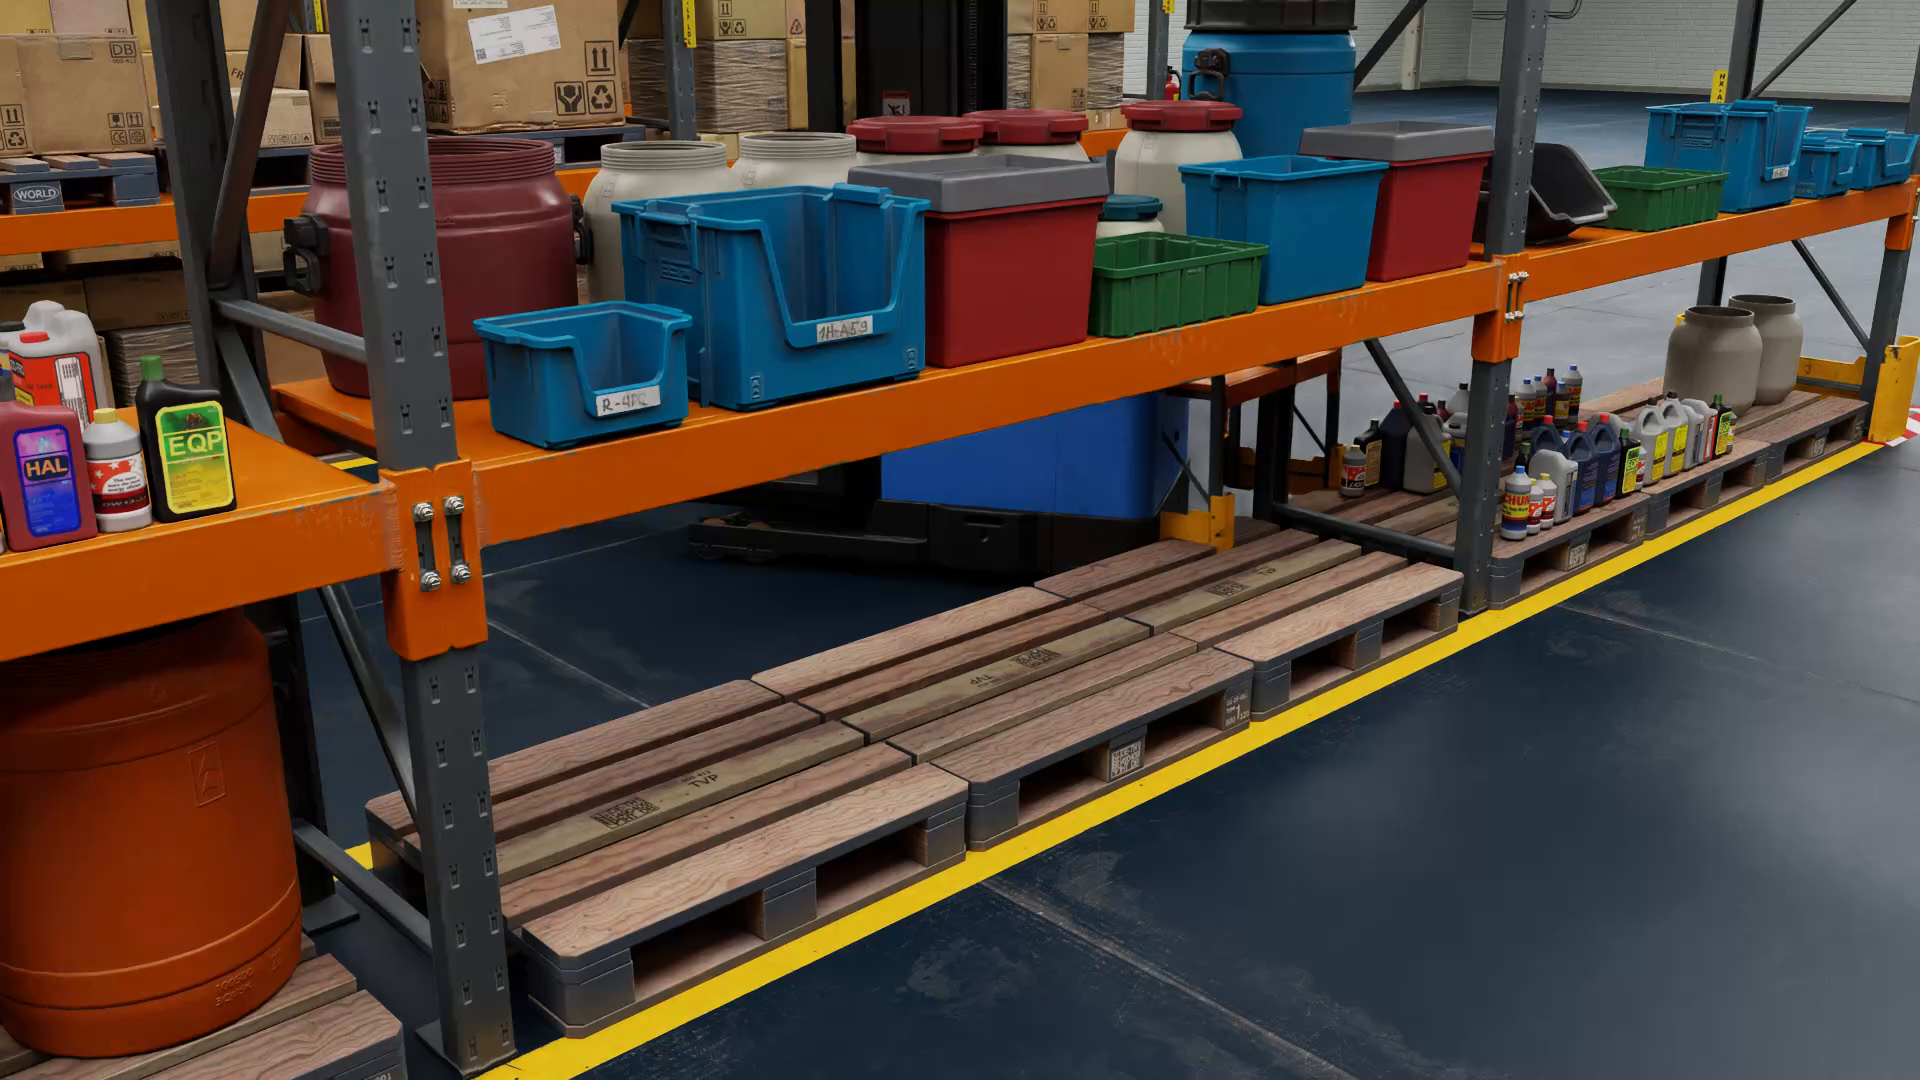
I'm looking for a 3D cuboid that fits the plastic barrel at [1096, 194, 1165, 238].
[{"bbox_3d":[0.503,-0.953,5.285,0.301,0.262,0.301,0,18,0],"label":"plastic barrel"}]

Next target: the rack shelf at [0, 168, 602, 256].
[{"bbox_3d":[-3.286,-1.609,8.250,4.000,0.370,1.077,-16,24,-41],"label":"rack shelf"}]

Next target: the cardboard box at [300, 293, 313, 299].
[{"bbox_3d":[-3.060,-1.054,8.713,0.700,0.500,0.500,15,23,39],"label":"cardboard box"}]

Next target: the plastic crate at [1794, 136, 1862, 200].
[{"bbox_3d":[3.842,-1.732,7.706,0.408,0.251,0.499,-16,24,-41],"label":"plastic crate"}]

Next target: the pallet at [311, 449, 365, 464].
[{"bbox_3d":[-3.285,-0.623,8.565,1.213,0.211,1.003,-16,24,-41],"label":"pallet"}]

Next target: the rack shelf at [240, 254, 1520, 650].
[{"bbox_3d":[0.117,-0.499,4.827,4.000,0.370,1.077,-16,24,-41],"label":"rack shelf"}]

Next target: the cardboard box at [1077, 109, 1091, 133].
[{"bbox_3d":[0.680,-2.879,11.409,0.250,0.149,0.380,-16,24,-41],"label":"cardboard box"}]

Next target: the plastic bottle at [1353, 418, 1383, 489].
[{"bbox_3d":[1.693,-0.358,6.917,0.133,0.283,0.061,-15,23,-38],"label":"plastic bottle"}]

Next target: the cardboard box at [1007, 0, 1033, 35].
[{"bbox_3d":[0.119,-3.503,10.659,0.500,0.500,0.500,-16,24,-41],"label":"cardboard box"}]

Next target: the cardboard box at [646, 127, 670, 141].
[{"bbox_3d":[-1.879,-2.367,9.829,0.250,0.149,0.380,-16,24,-41],"label":"cardboard box"}]

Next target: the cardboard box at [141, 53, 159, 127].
[{"bbox_3d":[-5.730,-3.278,12.069,0.500,0.500,0.500,-17,24,-41],"label":"cardboard box"}]

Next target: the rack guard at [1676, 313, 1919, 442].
[{"bbox_3d":[4.453,-0.897,8.941,0.348,0.500,1.175,-16,24,-41],"label":"rack guard"}]

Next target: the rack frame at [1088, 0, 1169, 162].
[{"bbox_3d":[1.073,-3.223,12.061,0.127,3.000,1.000,-16,24,-41],"label":"rack frame"}]

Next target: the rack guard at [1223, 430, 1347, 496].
[{"bbox_3d":[1.374,-0.316,7.160,0.587,0.250,0.087,10,19,35],"label":"rack guard"}]

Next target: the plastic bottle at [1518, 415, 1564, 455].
[{"bbox_3d":[2.342,-0.325,6.704,0.185,0.351,0.144,-16,24,-41],"label":"plastic bottle"}]

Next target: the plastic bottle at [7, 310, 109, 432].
[{"bbox_3d":[-1.769,-0.305,3.263,0.135,0.276,0.152,-16,24,-41],"label":"plastic bottle"}]

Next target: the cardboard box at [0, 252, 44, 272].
[{"bbox_3d":[-6.937,-2.085,11.518,0.750,0.750,1.050,-16,24,-40],"label":"cardboard box"}]

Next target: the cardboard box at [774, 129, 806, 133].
[{"bbox_3d":[-1.117,-2.343,9.755,0.250,0.149,0.380,-16,24,-41],"label":"cardboard box"}]

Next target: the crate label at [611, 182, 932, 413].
[{"bbox_3d":[-0.429,-0.584,3.866,0.616,0.435,0.502,-16,24,-41],"label":"crate label"}]

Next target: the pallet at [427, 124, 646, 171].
[{"bbox_3d":[-2.488,-2.154,9.077,1.213,0.211,1.003,-16,24,-41],"label":"pallet"}]

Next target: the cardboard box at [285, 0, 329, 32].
[{"bbox_3d":[-4.876,-4.163,12.968,0.550,0.550,0.875,-16,24,-41],"label":"cardboard box"}]

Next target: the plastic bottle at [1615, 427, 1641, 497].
[{"bbox_3d":[2.727,-0.326,6.817,0.133,0.283,0.061,-15,23,-38],"label":"plastic bottle"}]

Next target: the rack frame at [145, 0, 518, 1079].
[{"bbox_3d":[-1.337,-0.417,3.409,0.127,3.000,1.000,-16,24,-41],"label":"rack frame"}]

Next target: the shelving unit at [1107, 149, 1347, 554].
[{"bbox_3d":[1.064,-0.804,6.609,0.587,1.500,1.083,10,19,35],"label":"shelving unit"}]

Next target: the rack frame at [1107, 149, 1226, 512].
[{"bbox_3d":[0.766,-0.691,6.225,0.500,1.500,0.032,10,19,35],"label":"rack frame"}]

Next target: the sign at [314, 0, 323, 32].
[{"bbox_3d":[-4.788,-3.902,12.406,0.005,0.325,0.100,-16,24,-41],"label":"sign"}]

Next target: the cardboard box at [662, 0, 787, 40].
[{"bbox_3d":[-1.331,-3.078,9.349,0.500,0.500,0.500,-16,24,-41],"label":"cardboard box"}]

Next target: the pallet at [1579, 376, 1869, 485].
[{"bbox_3d":[3.859,-0.589,8.458,1.213,0.211,1.003,-16,24,-41],"label":"pallet"}]

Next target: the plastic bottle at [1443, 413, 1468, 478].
[{"bbox_3d":[2.099,-0.393,7.035,0.135,0.276,0.152,-16,24,-41],"label":"plastic bottle"}]

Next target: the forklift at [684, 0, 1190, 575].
[{"bbox_3d":[-0.599,-1.447,6.696,3.031,2.935,1.130,5,19,15],"label":"forklift"}]

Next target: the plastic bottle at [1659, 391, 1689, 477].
[{"bbox_3d":[3.023,-0.462,7.127,0.185,0.351,0.144,-15,23,-39],"label":"plastic bottle"}]

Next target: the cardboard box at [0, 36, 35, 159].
[{"bbox_3d":[-4.375,-1.898,7.133,0.500,0.500,0.500,14,23,37],"label":"cardboard box"}]

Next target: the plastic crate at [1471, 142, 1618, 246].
[{"bbox_3d":[2.038,-1.318,6.287,0.504,0.338,0.767,-16,24,-41],"label":"plastic crate"}]

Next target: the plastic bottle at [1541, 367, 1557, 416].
[{"bbox_3d":[2.768,-0.672,7.883,0.133,0.283,0.061,-16,24,-40],"label":"plastic bottle"}]

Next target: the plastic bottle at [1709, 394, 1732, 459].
[{"bbox_3d":[3.371,-0.514,7.396,0.133,0.283,0.061,-16,24,-40],"label":"plastic bottle"}]

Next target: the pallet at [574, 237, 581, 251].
[{"bbox_3d":[-3.674,-2.585,14.615,1.213,0.211,1.003,-16,24,-41],"label":"pallet"}]

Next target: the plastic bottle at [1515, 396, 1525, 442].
[{"bbox_3d":[2.551,-0.562,7.677,0.097,0.201,0.097,0,18,0],"label":"plastic bottle"}]

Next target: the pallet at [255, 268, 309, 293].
[{"bbox_3d":[-5.676,-2.001,12.814,1.213,0.211,1.003,-16,24,-41],"label":"pallet"}]

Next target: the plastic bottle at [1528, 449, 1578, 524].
[{"bbox_3d":[2.319,-0.223,6.511,0.135,0.276,0.152,-15,23,-39],"label":"plastic bottle"}]

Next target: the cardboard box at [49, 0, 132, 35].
[{"bbox_3d":[-6.264,-3.708,11.775,0.500,0.500,0.700,-16,24,-40],"label":"cardboard box"}]

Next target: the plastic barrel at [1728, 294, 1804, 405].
[{"bbox_3d":[4.051,-0.972,8.473,0.421,0.512,0.421,0,18,0],"label":"plastic barrel"}]

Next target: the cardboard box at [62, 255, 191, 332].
[{"bbox_3d":[-3.895,-1.168,7.847,0.500,0.250,0.500,-13,22,-35],"label":"cardboard box"}]

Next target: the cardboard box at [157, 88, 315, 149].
[{"bbox_3d":[-3.364,-1.959,7.727,0.500,0.250,0.500,17,25,42],"label":"cardboard box"}]

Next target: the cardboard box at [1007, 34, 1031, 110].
[{"bbox_3d":[-0.019,-3.072,10.952,0.500,0.500,0.875,-16,24,-41],"label":"cardboard box"}]

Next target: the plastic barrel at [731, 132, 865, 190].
[{"bbox_3d":[-0.430,-0.826,4.487,0.421,0.512,0.421,0,18,0],"label":"plastic barrel"}]

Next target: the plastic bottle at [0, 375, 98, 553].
[{"bbox_3d":[-1.505,-0.132,2.717,0.133,0.283,0.061,-16,24,-41],"label":"plastic bottle"}]

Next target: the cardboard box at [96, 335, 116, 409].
[{"bbox_3d":[-4.266,-0.694,7.602,0.700,0.500,0.500,16,24,41],"label":"cardboard box"}]

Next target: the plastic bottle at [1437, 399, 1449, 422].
[{"bbox_3d":[2.069,-0.468,7.255,0.133,0.283,0.061,-14,23,-37],"label":"plastic bottle"}]

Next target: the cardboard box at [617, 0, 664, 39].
[{"bbox_3d":[-1.695,-3.197,9.715,0.500,0.500,0.500,-16,24,-41],"label":"cardboard box"}]

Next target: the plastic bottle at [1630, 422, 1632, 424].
[{"bbox_3d":[2.908,-0.409,7.205,0.097,0.201,0.097,0,18,0],"label":"plastic bottle"}]

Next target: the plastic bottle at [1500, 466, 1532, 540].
[{"bbox_3d":[2.103,-0.146,6.281,0.097,0.271,0.097,0,18,0],"label":"plastic bottle"}]

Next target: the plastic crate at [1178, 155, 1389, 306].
[{"bbox_3d":[0.982,-0.954,5.090,0.575,0.384,0.392,-16,24,-41],"label":"plastic crate"}]
